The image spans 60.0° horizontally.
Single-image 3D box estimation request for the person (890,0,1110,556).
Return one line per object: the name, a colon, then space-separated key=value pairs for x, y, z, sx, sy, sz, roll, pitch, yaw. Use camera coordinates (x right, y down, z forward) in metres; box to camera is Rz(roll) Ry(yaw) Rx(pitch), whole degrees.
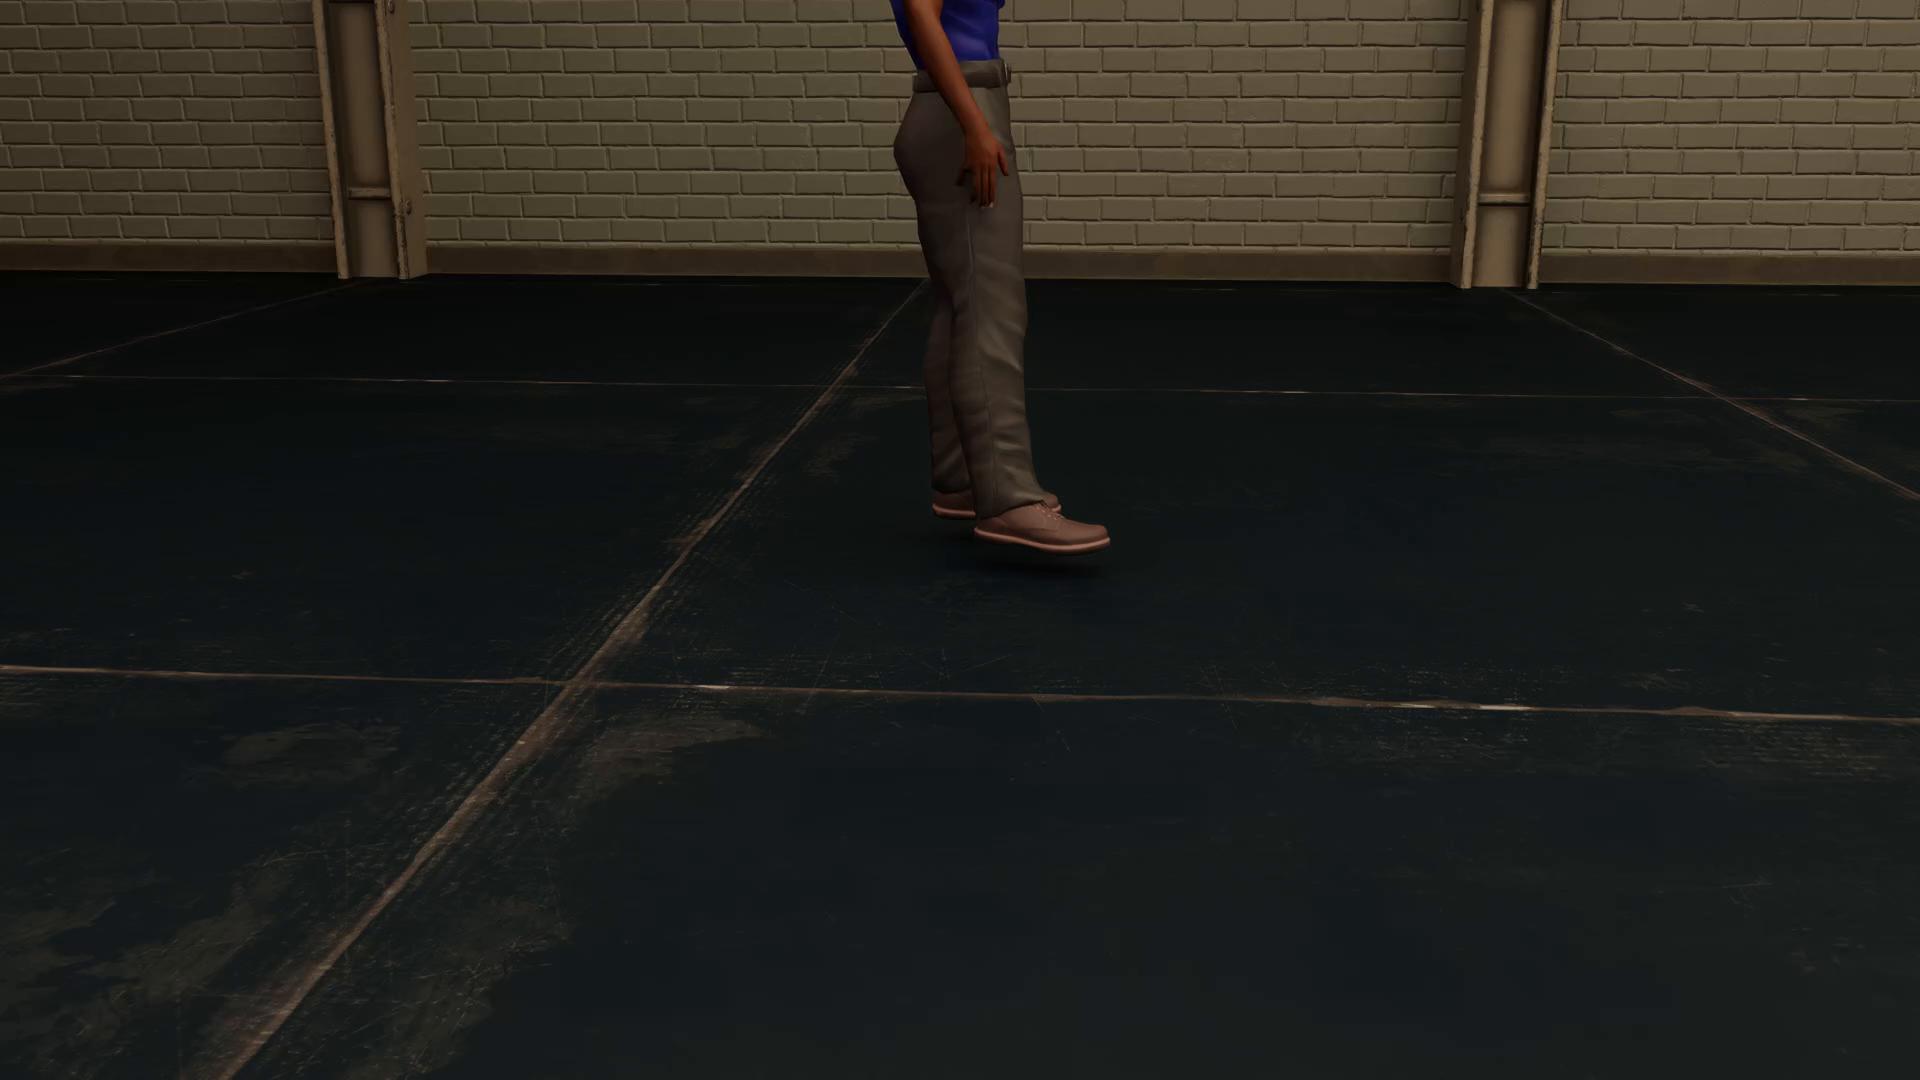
person: x=0.086 y=-0.838 z=3.559 sx=0.502 sy=1.656 sz=0.569 roll=1 pitch=15 yaw=4
